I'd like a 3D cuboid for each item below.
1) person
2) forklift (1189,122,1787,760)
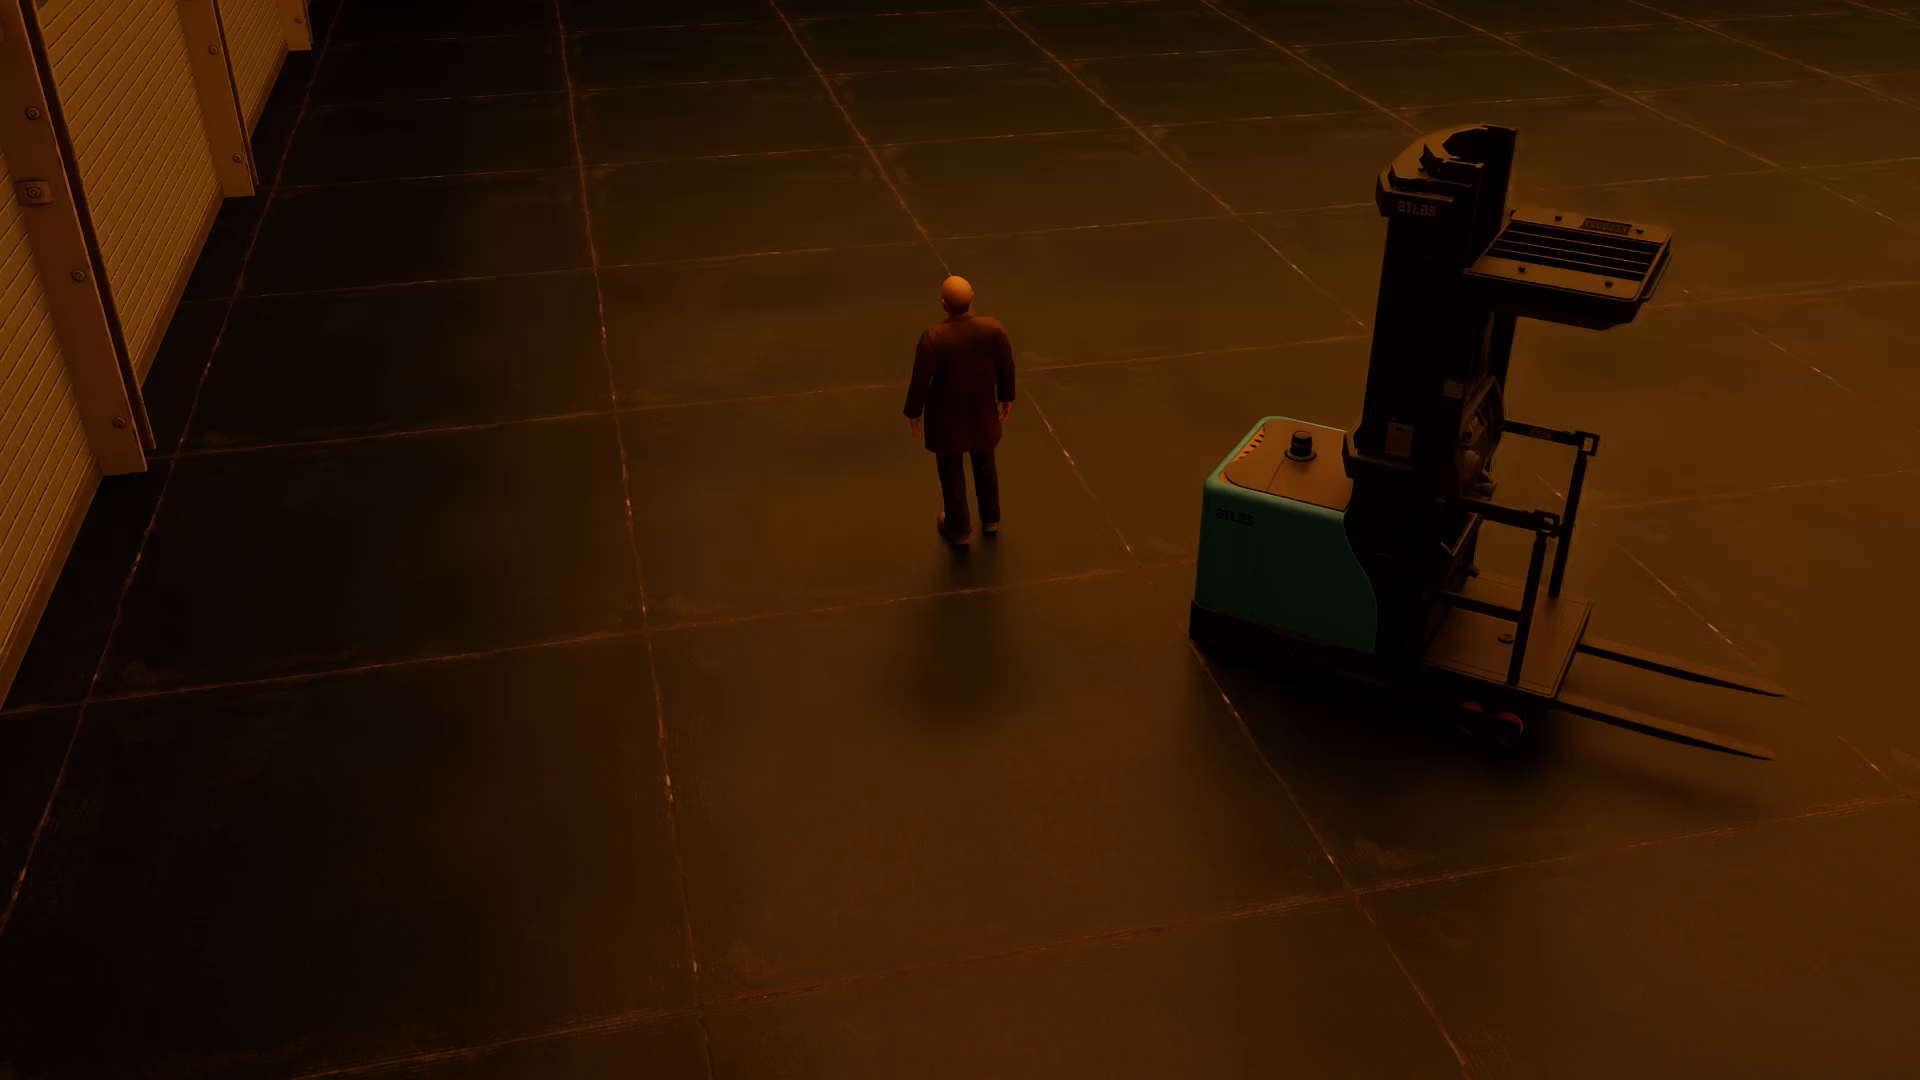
[{"bbox_3d":[-0.016,-0.820,10.128,0.694,1.776,0.582,-7,31,-12],"label":"person"},{"bbox_3d":[2.839,-0.509,8.453,3.031,2.935,1.130,15,33,25],"label":"forklift"}]
